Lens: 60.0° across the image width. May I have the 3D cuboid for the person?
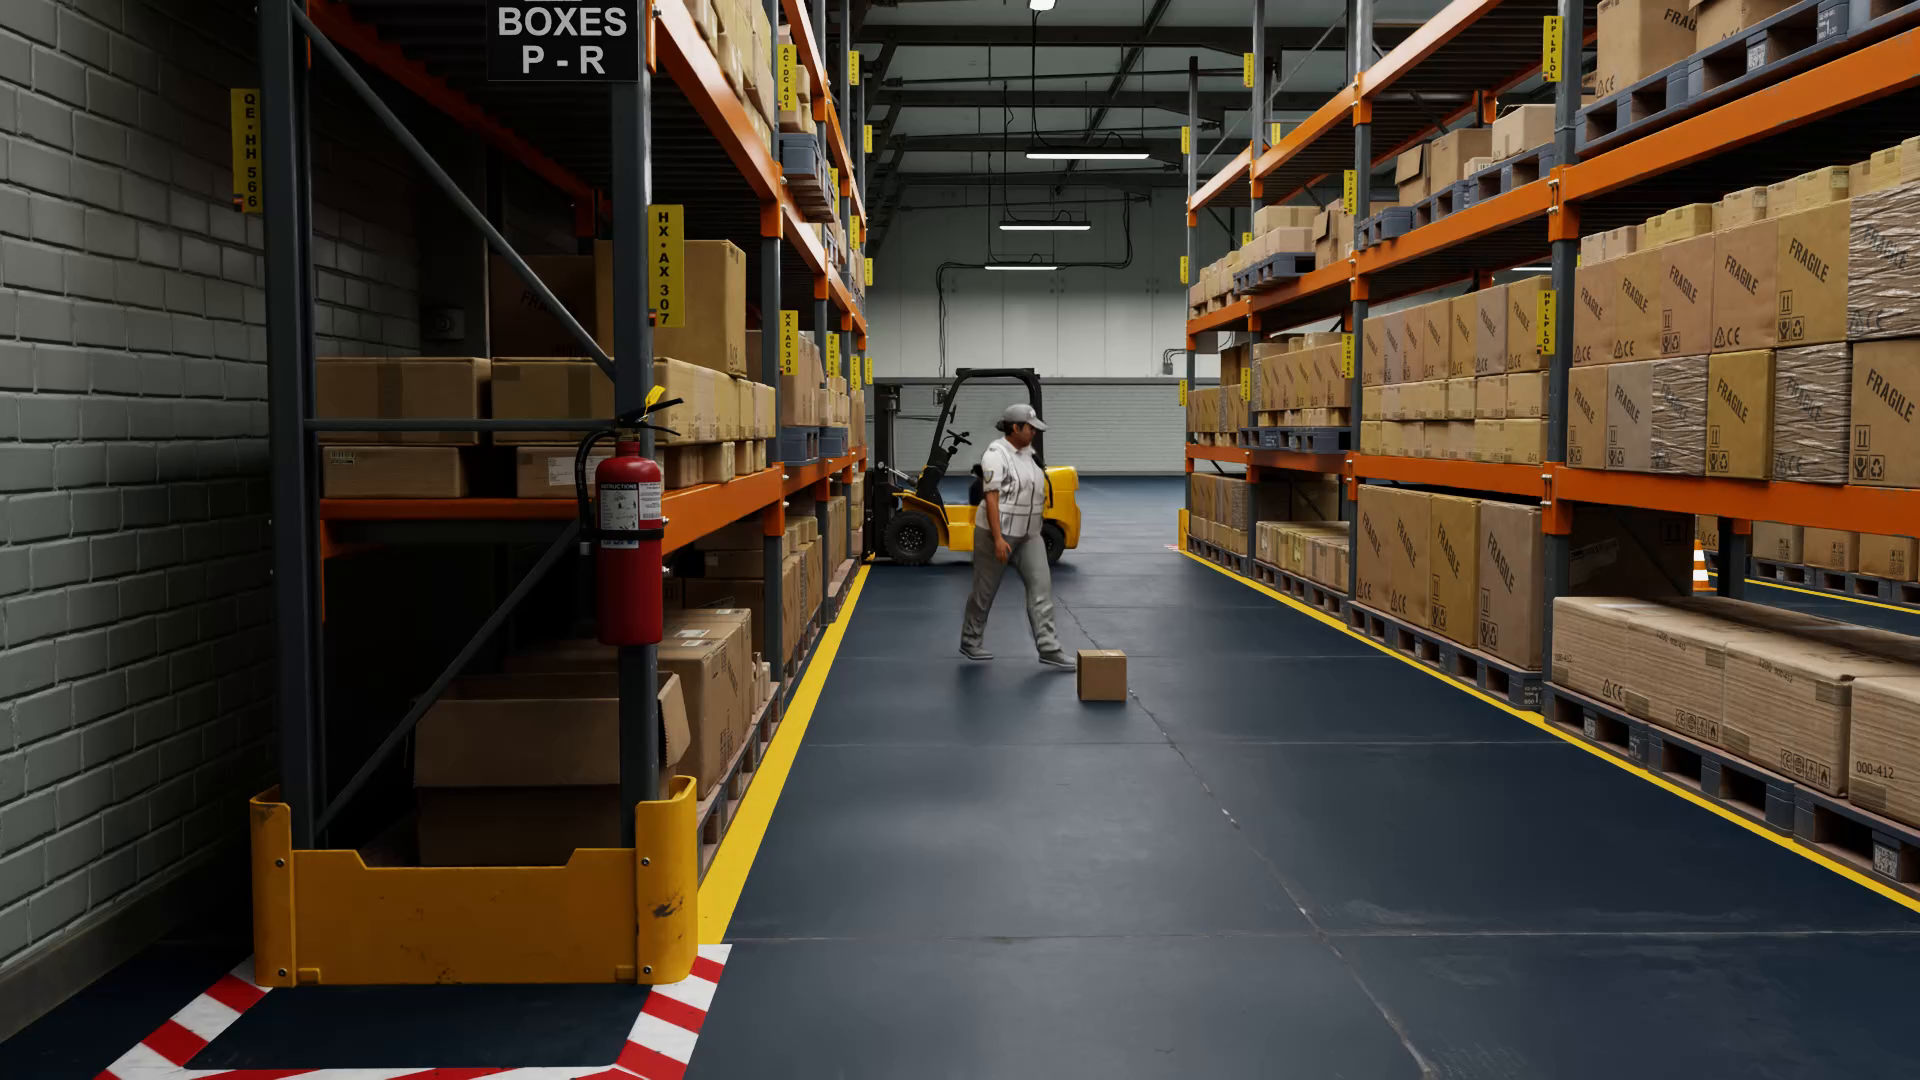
[{"bbox_3d":[0.329,-0.033,10.361,0.490,1.629,0.854,-3,5,-41],"label":"person"}]
